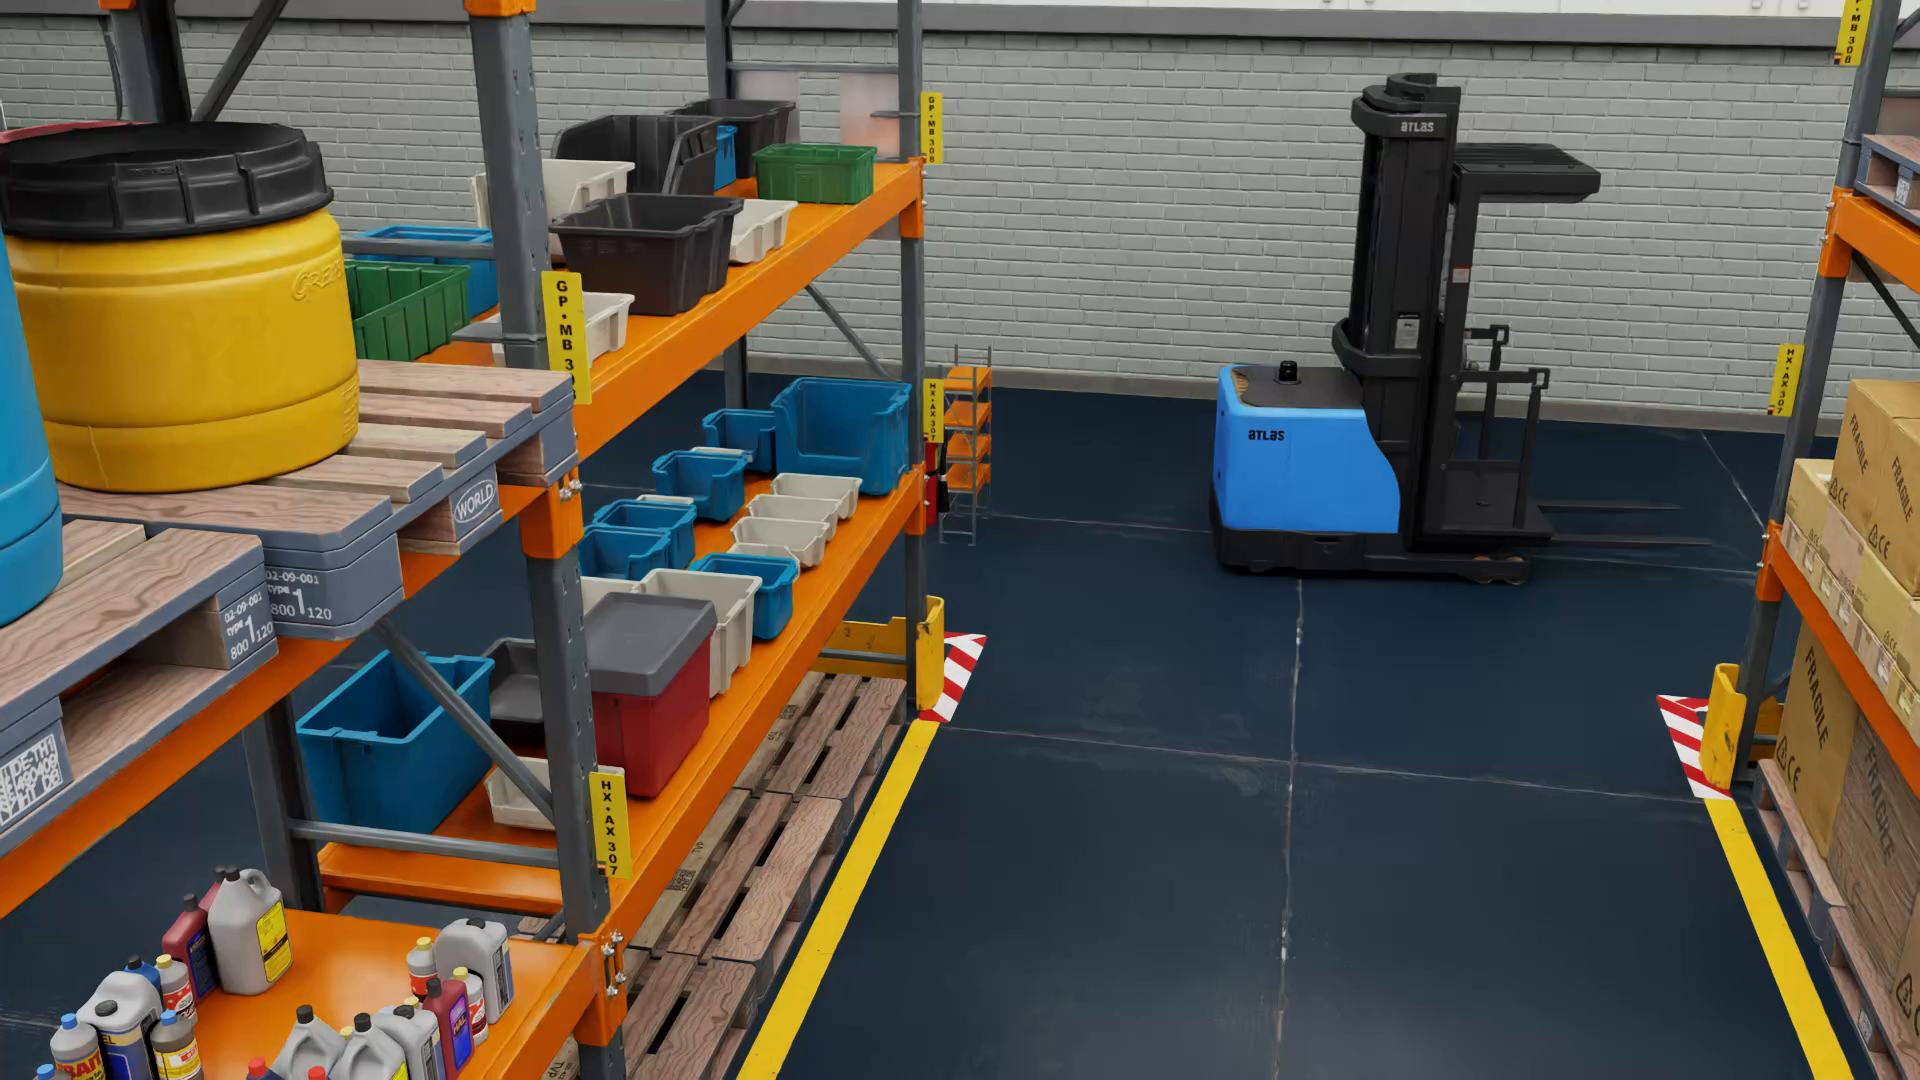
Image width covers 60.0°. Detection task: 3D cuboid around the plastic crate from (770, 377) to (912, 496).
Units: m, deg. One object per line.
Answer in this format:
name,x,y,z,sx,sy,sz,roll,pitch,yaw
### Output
plastic crate,-0.558,-0.505,7.964,0.616,0.435,0.499,4,22,11

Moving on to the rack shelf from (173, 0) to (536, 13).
rack shelf,-1.081,-2.129,5.593,1.077,0.370,4.000,4,22,11

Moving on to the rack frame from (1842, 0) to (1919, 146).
rack frame,4.176,-3.002,6.263,1.000,3.000,0.127,4,22,11

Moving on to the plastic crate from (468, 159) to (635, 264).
plastic crate,-1.427,-1.146,5.829,0.437,0.282,0.530,4,22,11

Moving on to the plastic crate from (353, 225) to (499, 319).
plastic crate,-1.616,-0.805,5.047,0.416,0.233,0.300,4,22,11

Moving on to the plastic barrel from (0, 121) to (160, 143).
plastic barrel,-1.842,-0.610,3.594,0.433,0.535,0.433,0,22,0

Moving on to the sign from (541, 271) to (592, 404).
sign,-0.951,-0.487,4.021,0.100,0.325,0.005,4,22,11

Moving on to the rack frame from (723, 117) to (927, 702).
rack frame,-0.673,-0.597,8.321,1.000,3.000,0.127,4,22,11

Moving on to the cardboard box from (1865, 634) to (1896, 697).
cardboard box,3.520,0.472,6.002,0.380,0.149,0.250,4,22,10

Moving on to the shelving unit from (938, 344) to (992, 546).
shelving unit,0.034,-0.617,10.780,0.258,1.200,0.503,4,22,11

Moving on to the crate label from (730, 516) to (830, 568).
crate label,-0.768,0.018,7.066,0.396,0.136,0.243,4,22,11

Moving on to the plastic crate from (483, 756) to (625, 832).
plastic crate,-1.254,0.801,5.122,0.396,0.136,0.243,4,22,11

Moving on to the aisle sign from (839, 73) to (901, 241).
aisle sign,-0.371,-1.807,7.845,0.394,0.787,0.004,4,22,11

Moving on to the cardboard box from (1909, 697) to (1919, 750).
cardboard box,3.416,0.660,5.535,0.380,0.149,0.250,5,22,12

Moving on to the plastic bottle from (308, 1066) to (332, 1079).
plastic bottle,-1.394,1.317,3.633,0.144,0.351,0.185,4,22,11

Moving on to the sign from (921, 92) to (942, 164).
sign,-0.131,-1.904,7.691,0.100,0.325,0.005,4,22,11

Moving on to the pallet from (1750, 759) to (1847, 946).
pallet,4.089,1.372,7.164,1.003,0.211,1.213,4,22,11

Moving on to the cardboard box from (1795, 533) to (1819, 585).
cardboard box,3.729,0.096,6.937,0.380,0.149,0.250,4,22,10

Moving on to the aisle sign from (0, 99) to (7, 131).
aisle sign,-5.207,-2.184,8.780,0.394,0.787,0.004,4,22,11

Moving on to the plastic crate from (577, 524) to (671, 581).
plastic crate,-1.375,0.109,6.711,0.416,0.233,0.300,4,22,11

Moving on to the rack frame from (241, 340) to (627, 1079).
rack frame,-1.489,0.866,4.689,1.000,3.000,0.127,4,22,11

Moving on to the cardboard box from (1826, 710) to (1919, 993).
cardboard box,3.938,1.144,6.279,0.875,0.875,0.875,4,22,11

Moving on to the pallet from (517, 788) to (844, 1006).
pallet,-1.130,1.440,6.996,1.003,0.211,1.213,4,22,11

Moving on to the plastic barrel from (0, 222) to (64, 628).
plastic barrel,-1.688,-0.317,2.377,0.600,0.901,0.708,4,22,11

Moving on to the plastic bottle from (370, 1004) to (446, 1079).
plastic bottle,-1.328,1.226,3.961,0.152,0.276,0.135,4,22,11

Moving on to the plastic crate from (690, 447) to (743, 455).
plastic crate,-1.192,-0.326,7.921,0.250,0.136,0.298,4,22,11

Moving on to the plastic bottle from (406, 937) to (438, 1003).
plastic bottle,-1.379,1.124,4.313,0.097,0.201,0.097,0,22,0

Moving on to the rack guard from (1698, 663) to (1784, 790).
rack guard,4.181,0.931,7.872,1.175,0.500,0.348,4,22,11

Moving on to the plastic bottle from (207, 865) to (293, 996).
plastic bottle,-1.886,1.007,4.403,0.144,0.351,0.185,4,22,11

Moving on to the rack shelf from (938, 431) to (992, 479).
rack shelf,0.034,-0.555,10.805,0.258,0.148,0.480,4,22,11

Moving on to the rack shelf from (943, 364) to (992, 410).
rack shelf,0.034,-0.982,10.633,0.258,0.148,0.480,4,22,11

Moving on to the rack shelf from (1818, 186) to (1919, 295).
rack shelf,3.768,-0.546,5.141,1.077,0.370,4.000,4,22,11

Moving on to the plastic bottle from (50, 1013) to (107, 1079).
plastic bottle,-2.082,1.240,3.932,0.097,0.271,0.097,0,22,0

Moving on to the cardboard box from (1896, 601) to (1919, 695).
cardboard box,3.507,0.432,5.567,0.500,0.250,0.500,4,22,10

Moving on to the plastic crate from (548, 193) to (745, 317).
plastic crate,-0.967,-0.898,5.229,0.497,0.269,0.590,4,22,11

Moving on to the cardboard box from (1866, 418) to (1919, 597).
cardboard box,3.612,-0.108,5.905,0.500,0.500,0.500,4,22,9

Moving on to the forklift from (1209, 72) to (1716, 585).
forklift,3.150,-1.293,10.140,3.031,2.935,1.130,1,22,4

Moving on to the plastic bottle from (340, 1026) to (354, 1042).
plastic bottle,-1.454,1.258,3.982,0.097,0.201,0.097,0,22,0

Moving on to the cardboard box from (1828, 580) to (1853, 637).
cardboard box,3.625,0.285,6.468,0.380,0.149,0.250,4,22,10

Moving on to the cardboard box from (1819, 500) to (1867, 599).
cardboard box,3.714,0.058,6.498,0.500,0.250,0.500,4,22,10

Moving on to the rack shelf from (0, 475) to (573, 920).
rack shelf,-1.897,0.540,2.446,1.077,0.370,4.000,4,22,11

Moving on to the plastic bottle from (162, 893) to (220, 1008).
plastic bottle,-2.009,1.070,4.337,0.061,0.283,0.133,4,22,11

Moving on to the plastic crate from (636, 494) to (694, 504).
plastic crate,-1.330,-0.078,7.306,0.250,0.136,0.298,4,22,11

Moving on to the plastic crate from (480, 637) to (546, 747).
plastic crate,-1.524,0.536,5.796,0.437,0.125,0.590,4,22,11

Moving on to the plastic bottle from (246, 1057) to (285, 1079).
plastic bottle,-1.535,1.306,3.661,0.144,0.351,0.185,4,22,11

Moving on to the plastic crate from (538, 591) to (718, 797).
plastic crate,-1.061,0.501,5.429,0.402,0.464,0.583,4,22,11

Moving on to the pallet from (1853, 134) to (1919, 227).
pallet,4.035,-1.298,6.164,1.003,0.211,1.213,4,22,11

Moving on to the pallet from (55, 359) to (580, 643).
pallet,-1.553,-0.144,3.433,1.213,0.211,1.003,4,22,11

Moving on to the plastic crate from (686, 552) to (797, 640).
plastic crate,-0.841,0.223,6.428,0.416,0.233,0.300,4,22,11

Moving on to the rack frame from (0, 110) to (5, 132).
rack frame,-5.521,-0.976,9.262,1.000,3.000,0.127,4,22,11

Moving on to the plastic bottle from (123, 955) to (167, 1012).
plastic bottle,-2.034,1.155,4.143,0.097,0.271,0.097,0,22,0

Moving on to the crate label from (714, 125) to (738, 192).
crate label,-1.177,-1.607,7.012,0.408,0.251,0.502,4,22,11

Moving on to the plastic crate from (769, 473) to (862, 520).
plastic crate,-0.662,-0.191,7.584,0.396,0.136,0.243,4,22,11

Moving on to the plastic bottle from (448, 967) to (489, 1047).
plastic bottle,-1.250,1.171,4.196,0.097,0.201,0.097,0,22,0

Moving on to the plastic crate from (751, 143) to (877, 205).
plastic crate,-0.595,-1.508,6.850,0.450,0.188,0.336,4,22,11

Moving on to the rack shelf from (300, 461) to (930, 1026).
rack shelf,-1.081,0.468,6.639,1.077,0.370,4.000,4,22,11

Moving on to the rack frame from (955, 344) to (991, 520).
rack frame,0.084,-0.706,11.001,0.240,1.200,0.015,4,22,11

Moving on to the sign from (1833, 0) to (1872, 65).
sign,3.634,-2.098,6.755,0.100,0.325,0.005,4,22,11
